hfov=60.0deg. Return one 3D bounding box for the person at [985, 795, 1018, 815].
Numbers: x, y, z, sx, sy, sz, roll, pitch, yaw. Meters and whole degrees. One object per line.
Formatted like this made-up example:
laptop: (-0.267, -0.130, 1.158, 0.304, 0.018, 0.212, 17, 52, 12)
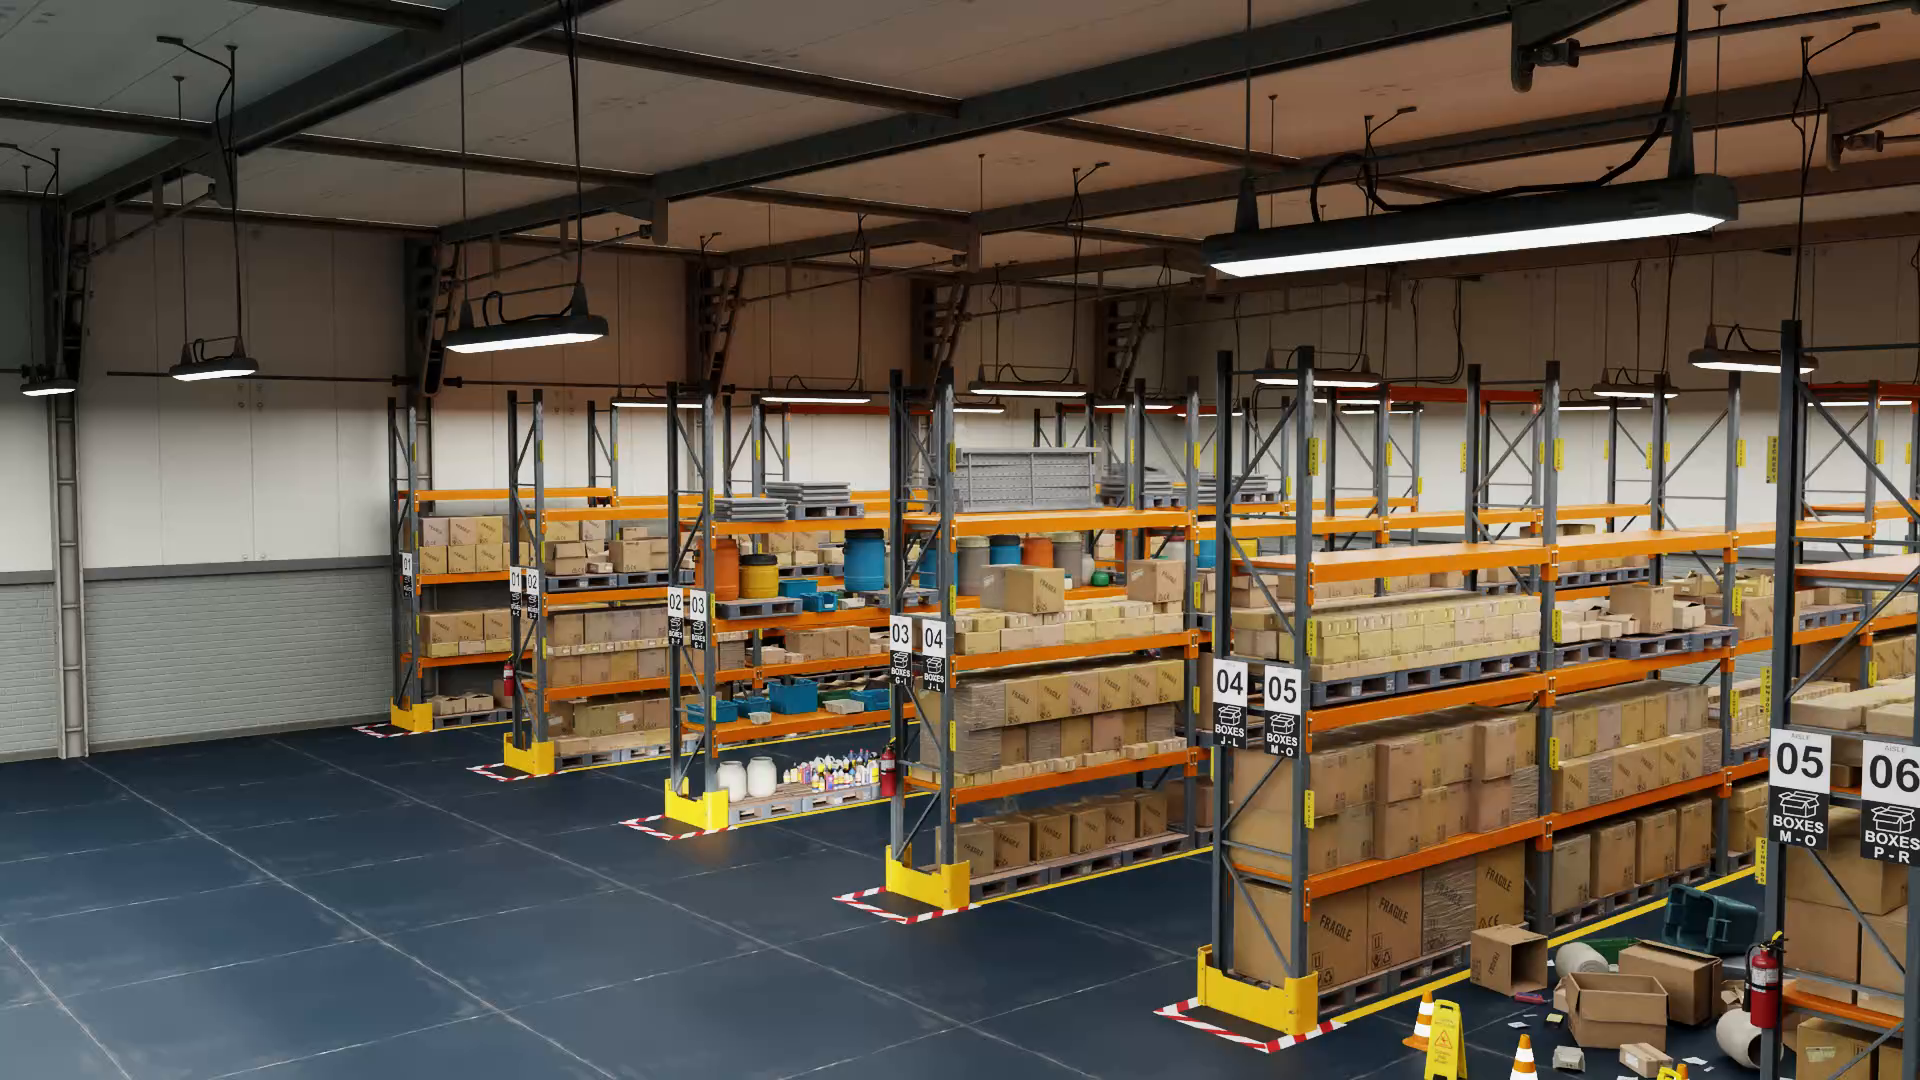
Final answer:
person: (0.542, 2.995, 21.980, 0.670, 1.737, 0.624, 3, 4, 40)
